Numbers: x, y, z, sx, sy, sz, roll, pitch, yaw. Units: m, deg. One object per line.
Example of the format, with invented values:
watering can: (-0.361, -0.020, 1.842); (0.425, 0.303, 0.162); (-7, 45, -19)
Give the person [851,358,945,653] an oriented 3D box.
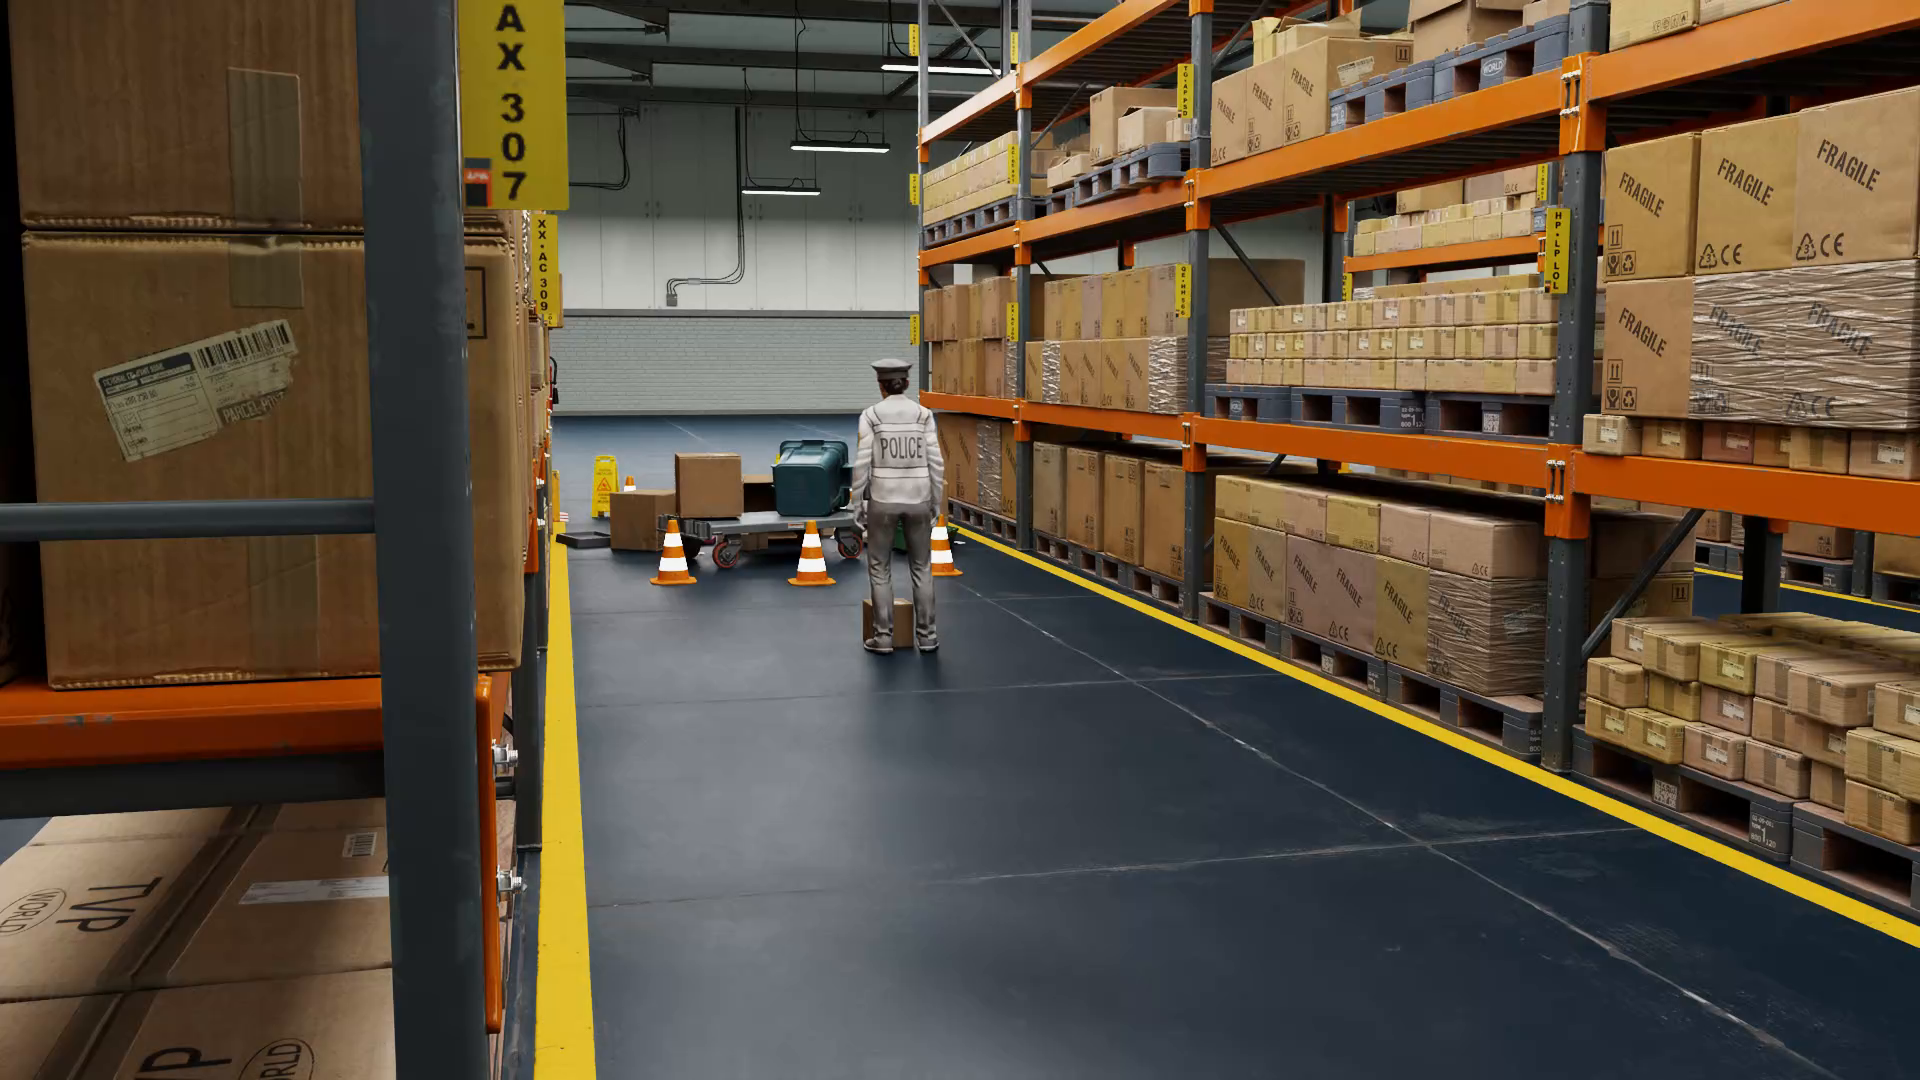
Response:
person: (-0.352, -0.192, 9.422); (0.530, 1.663, 0.371); (-1, 6, -13)
